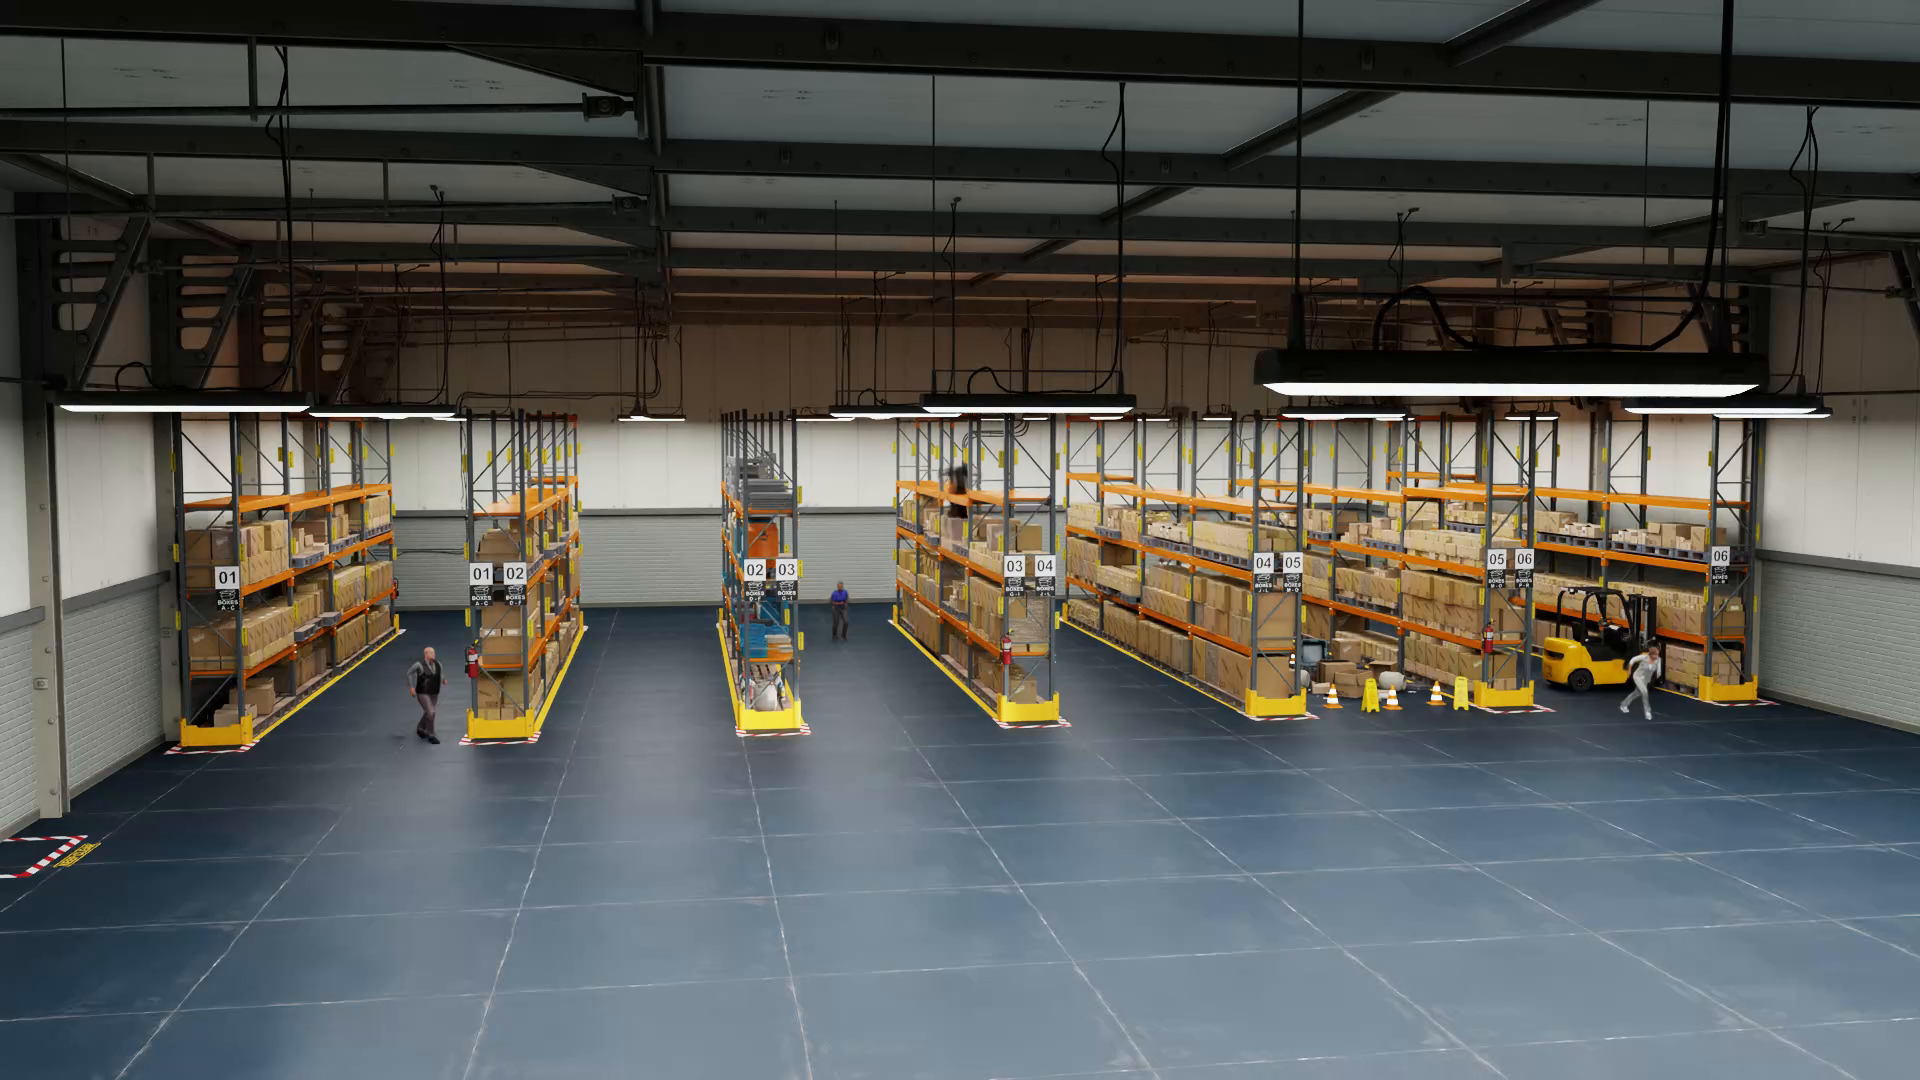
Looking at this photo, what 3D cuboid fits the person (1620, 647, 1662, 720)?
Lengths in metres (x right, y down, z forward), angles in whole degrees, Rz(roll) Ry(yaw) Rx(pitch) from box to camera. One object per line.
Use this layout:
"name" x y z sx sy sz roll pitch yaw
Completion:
"person" 13.287 2.740 32.389 0.511 1.397 0.997 -1 4 -11

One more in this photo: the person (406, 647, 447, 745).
"person" -9.564 2.774 29.857 0.825 1.718 0.673 3 5 36

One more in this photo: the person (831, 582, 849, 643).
"person" -3.157 1.880 43.674 0.511 1.607 0.913 -1 4 -19

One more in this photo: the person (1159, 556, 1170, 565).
"person" 6.247 1.264 50.830 0.992 1.755 0.708 -1 4 -20
